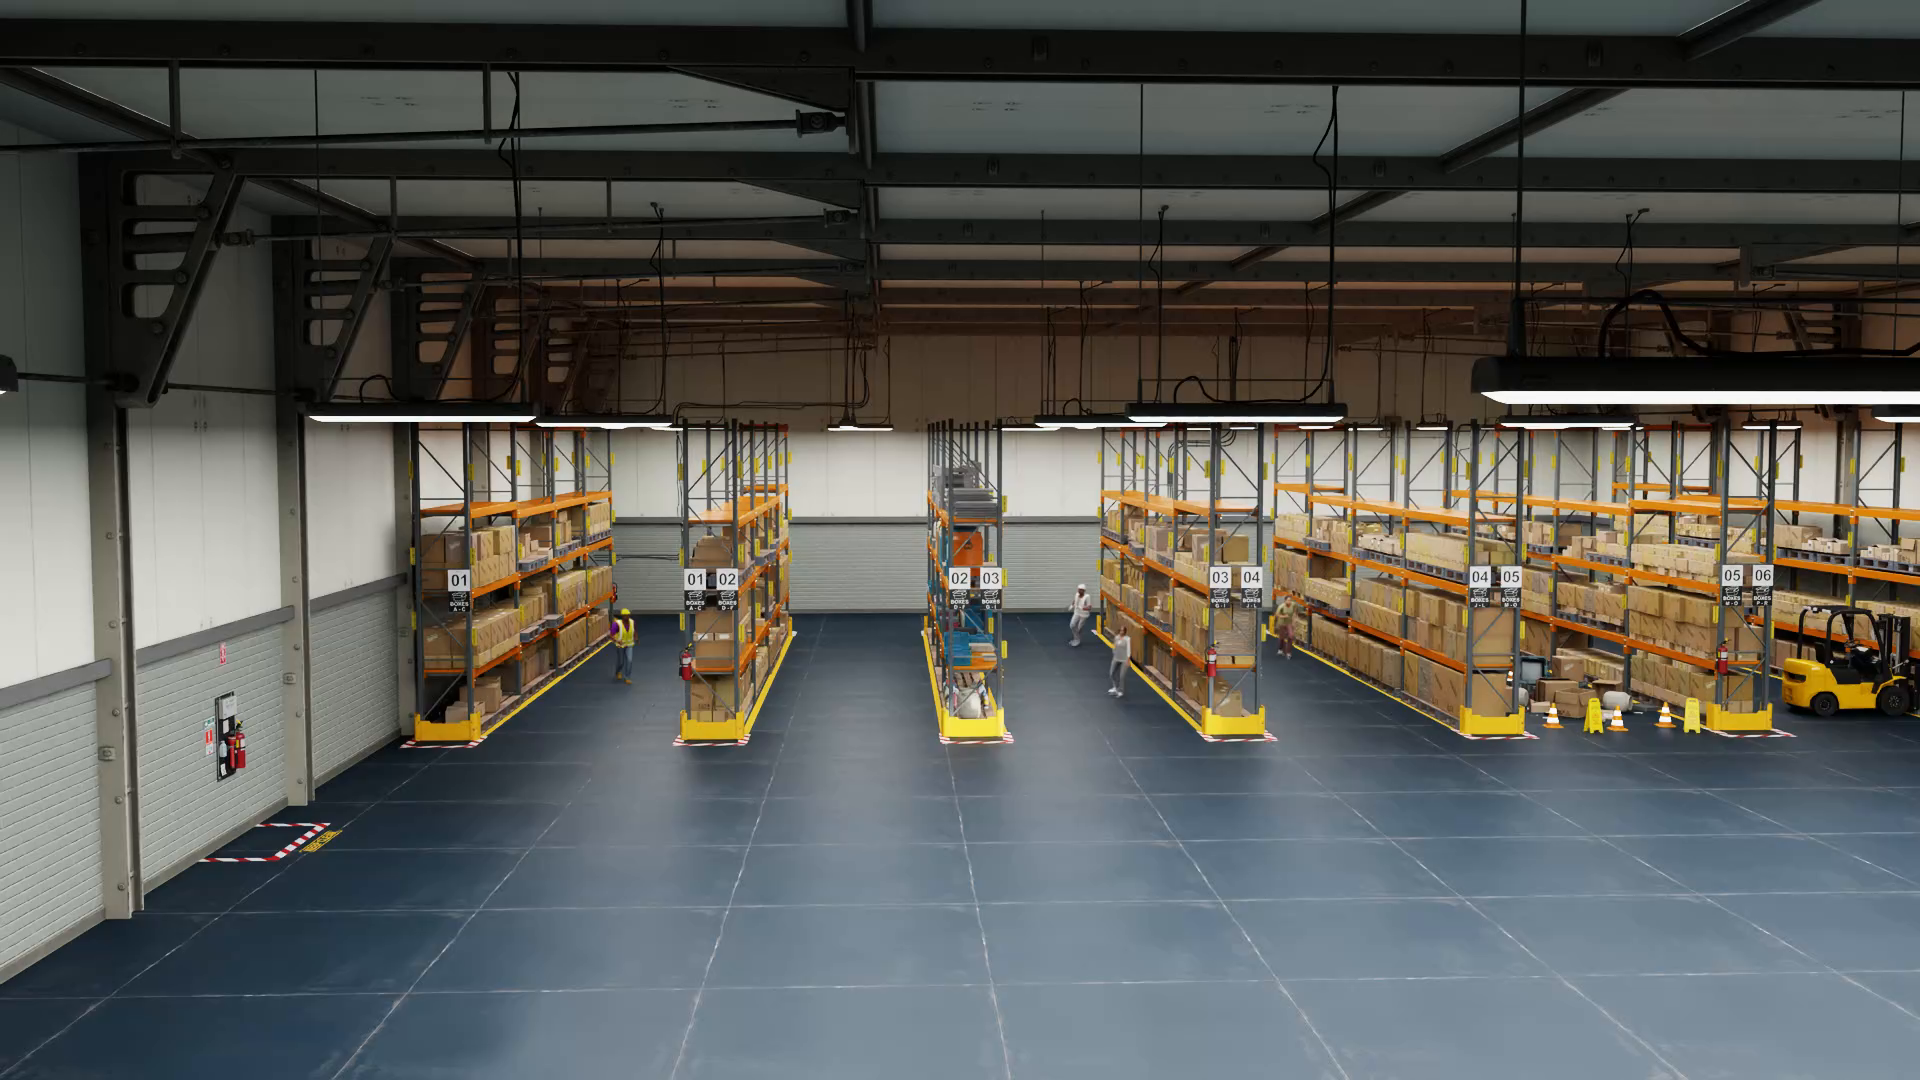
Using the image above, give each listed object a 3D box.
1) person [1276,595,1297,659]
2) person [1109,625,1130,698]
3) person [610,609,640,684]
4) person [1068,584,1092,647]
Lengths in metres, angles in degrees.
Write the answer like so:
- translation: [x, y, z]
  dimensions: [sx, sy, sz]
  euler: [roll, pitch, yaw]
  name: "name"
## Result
- translation: [8.337, 2.218, 42.565]
  dimensions: [0.614, 1.670, 0.908]
  euler: [0, 4, -7]
  name: "person"
- translation: [3.473, 2.627, 36.045]
  dimensions: [0.532, 1.610, 0.439]
  euler: [2, 4, 29]
  name: "person"
- translation: [-7.732, 2.423, 38.180]
  dimensions: [0.695, 1.722, 0.851]
  euler: [-2, 4, -26]
  name: "person"
- translation: [3.191, 2.003, 44.542]
  dimensions: [0.842, 1.678, 0.725]
  euler: [2, 4, 30]
  name: "person"
